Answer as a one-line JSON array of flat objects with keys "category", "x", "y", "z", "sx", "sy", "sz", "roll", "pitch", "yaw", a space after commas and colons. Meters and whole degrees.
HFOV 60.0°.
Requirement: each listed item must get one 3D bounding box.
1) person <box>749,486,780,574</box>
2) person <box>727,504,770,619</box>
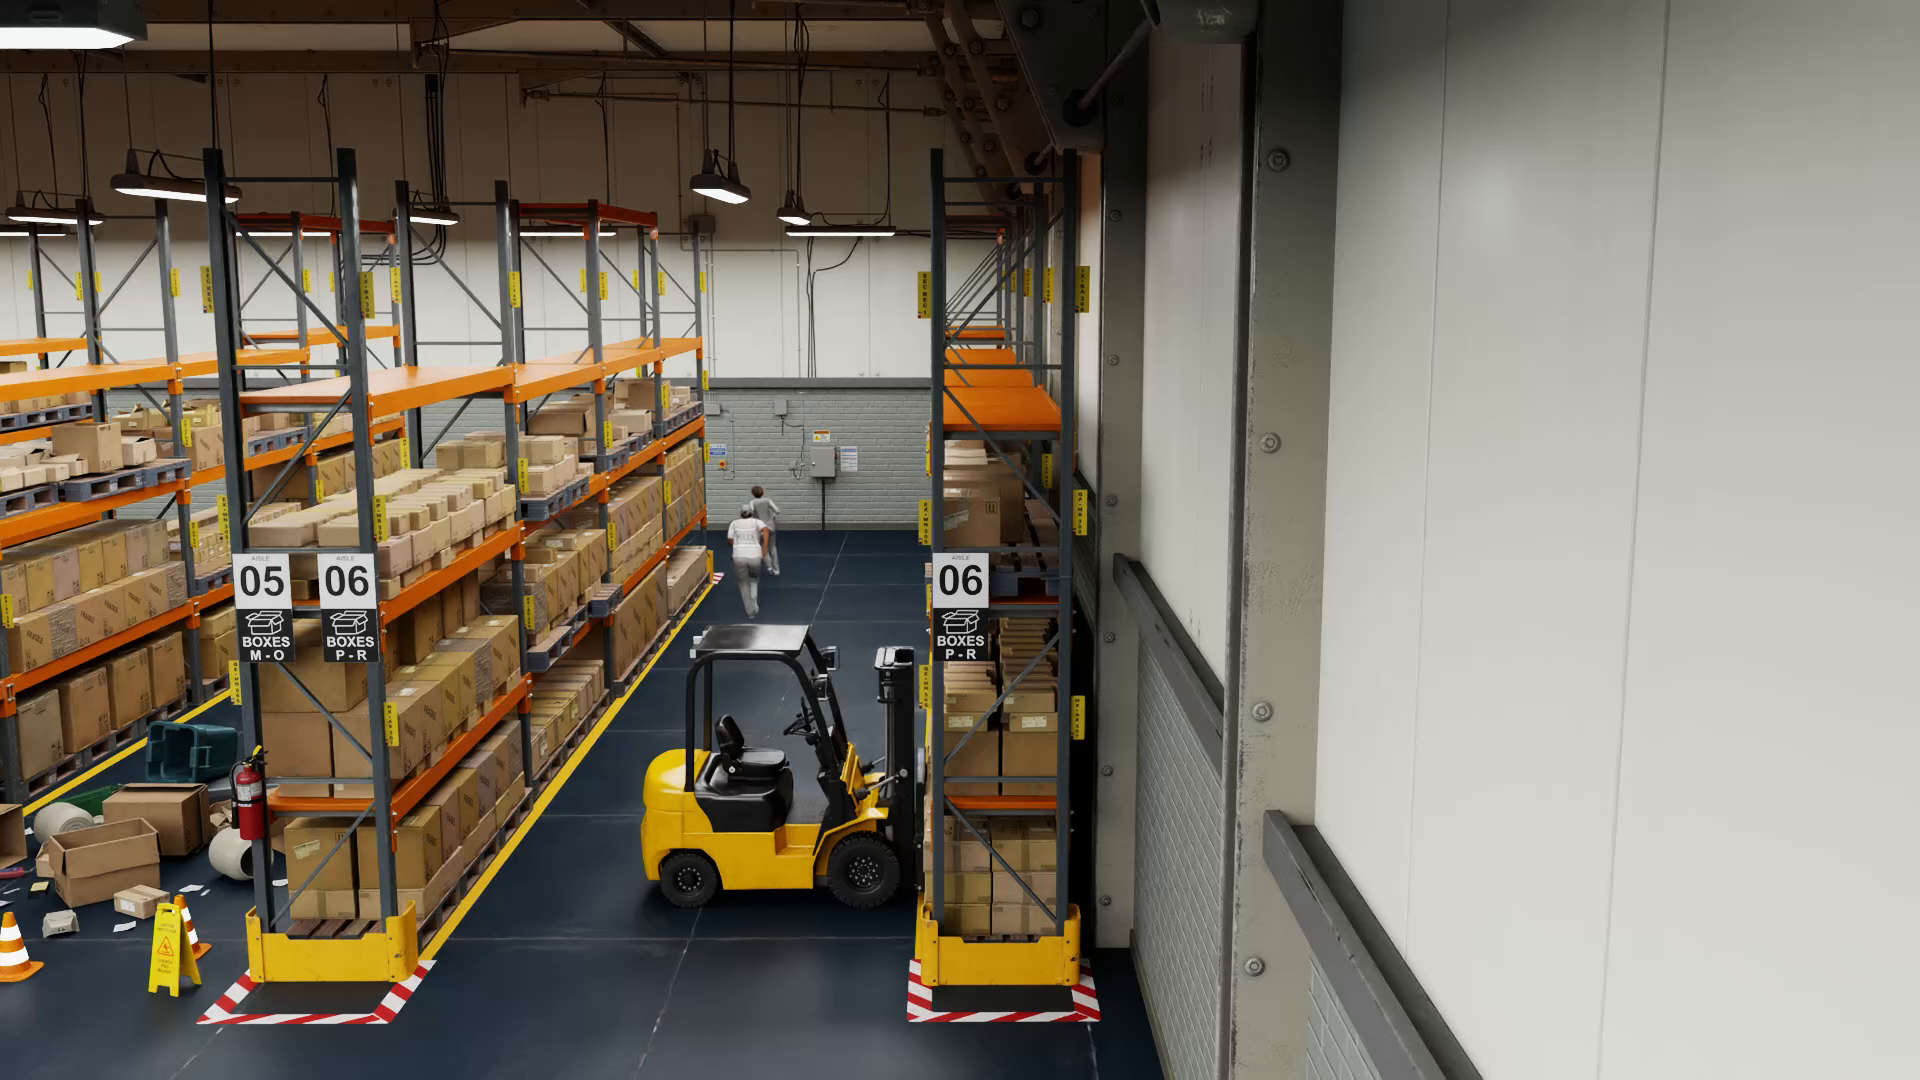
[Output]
[{"category": "person", "x": -3.394, "y": -0.154, "z": 28.598, "sx": 0.593, "sy": 1.580, "sz": 0.519, "roll": -4, "pitch": 10, "yaw": -21}, {"category": "person", "x": -3.030, "y": 0.300, "z": 23.799, "sx": 0.576, "sy": 1.612, "sz": 0.726, "roll": -2, "pitch": 9, "yaw": -13}]
